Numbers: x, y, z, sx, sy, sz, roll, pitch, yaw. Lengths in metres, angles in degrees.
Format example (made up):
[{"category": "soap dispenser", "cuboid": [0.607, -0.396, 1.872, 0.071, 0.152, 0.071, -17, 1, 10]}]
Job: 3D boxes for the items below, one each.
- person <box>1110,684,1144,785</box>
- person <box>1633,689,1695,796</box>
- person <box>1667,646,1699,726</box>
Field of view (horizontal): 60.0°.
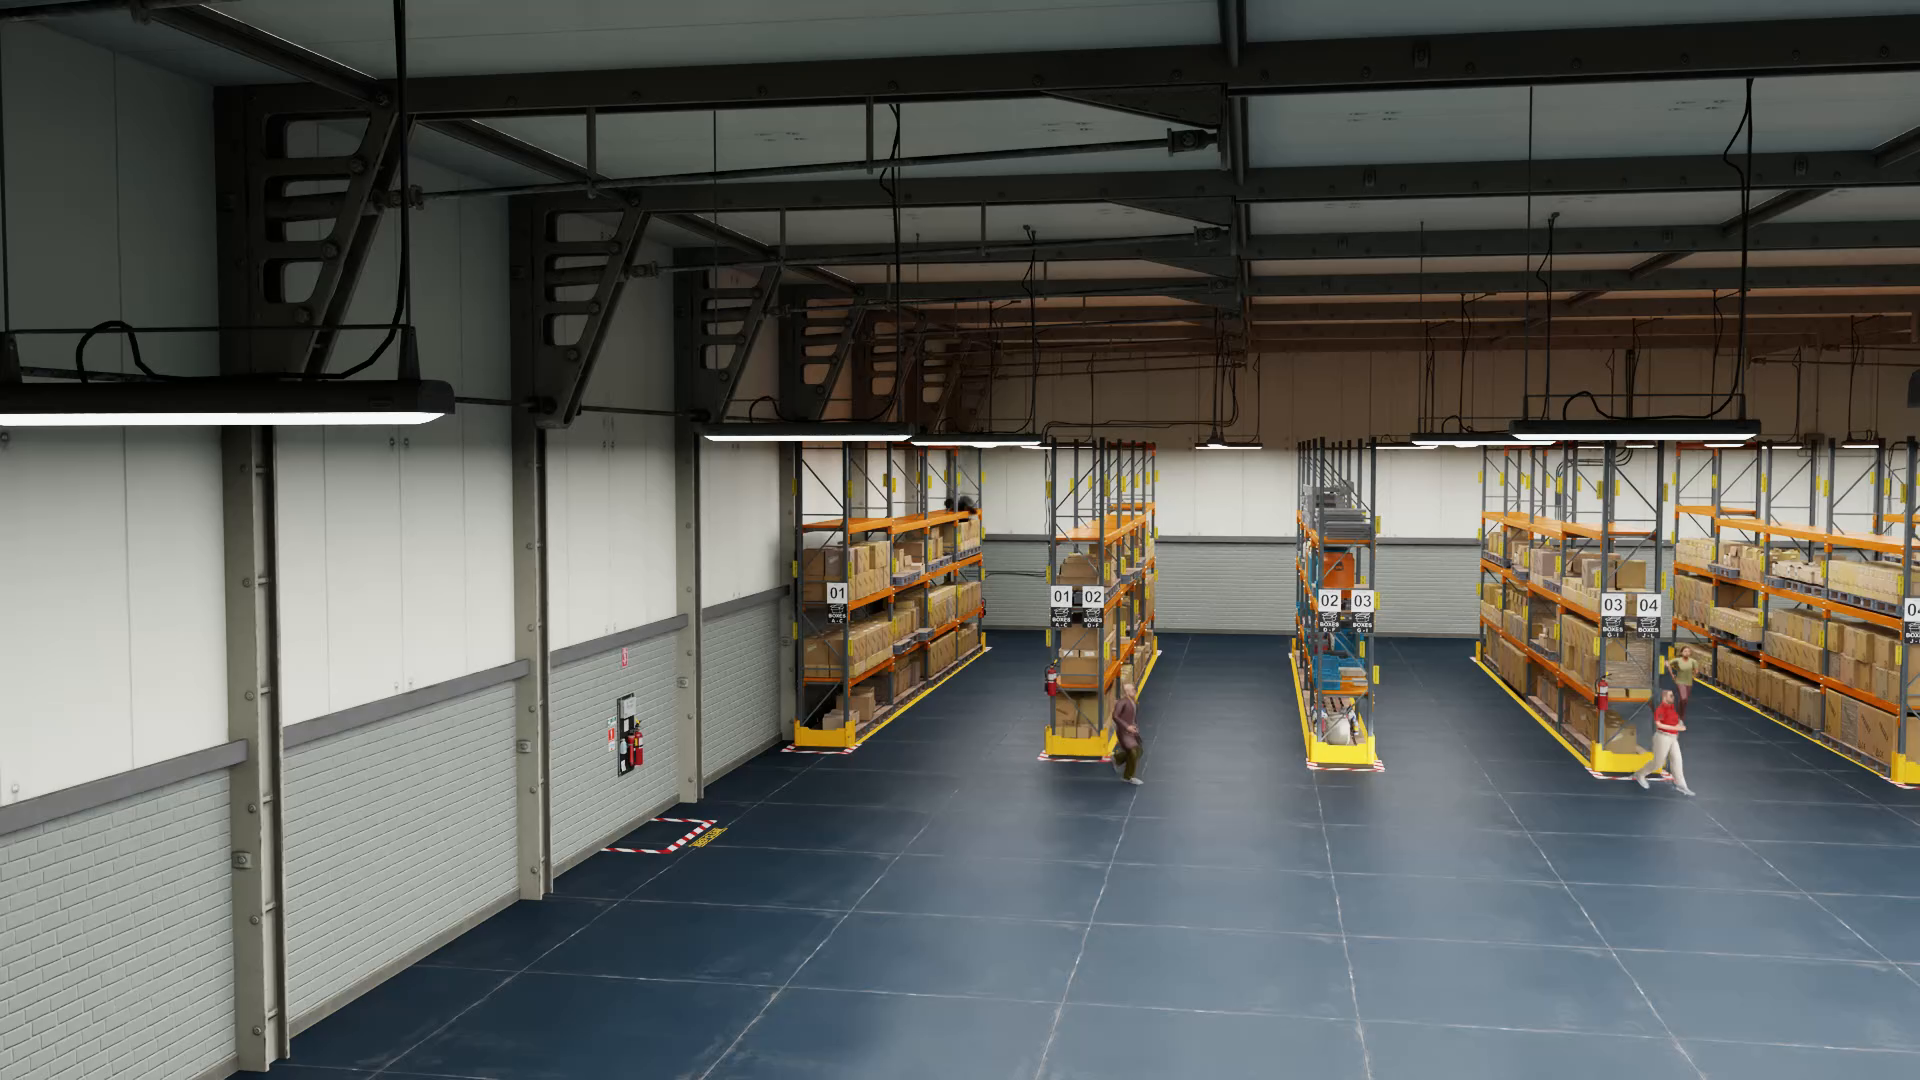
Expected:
[{"category": "person", "cuboid": [2.845, 3.341, 28.721, 0.627, 1.737, 0.729, 2, 4, 35]}, {"category": "person", "cuboid": [11.798, 3.367, 27.830, 0.679, 1.744, 0.987, -3, 4, -43]}, {"category": "person", "cuboid": [15.168, 3.054, 34.854, 0.560, 1.694, 0.765, 0, 3, 1]}]
